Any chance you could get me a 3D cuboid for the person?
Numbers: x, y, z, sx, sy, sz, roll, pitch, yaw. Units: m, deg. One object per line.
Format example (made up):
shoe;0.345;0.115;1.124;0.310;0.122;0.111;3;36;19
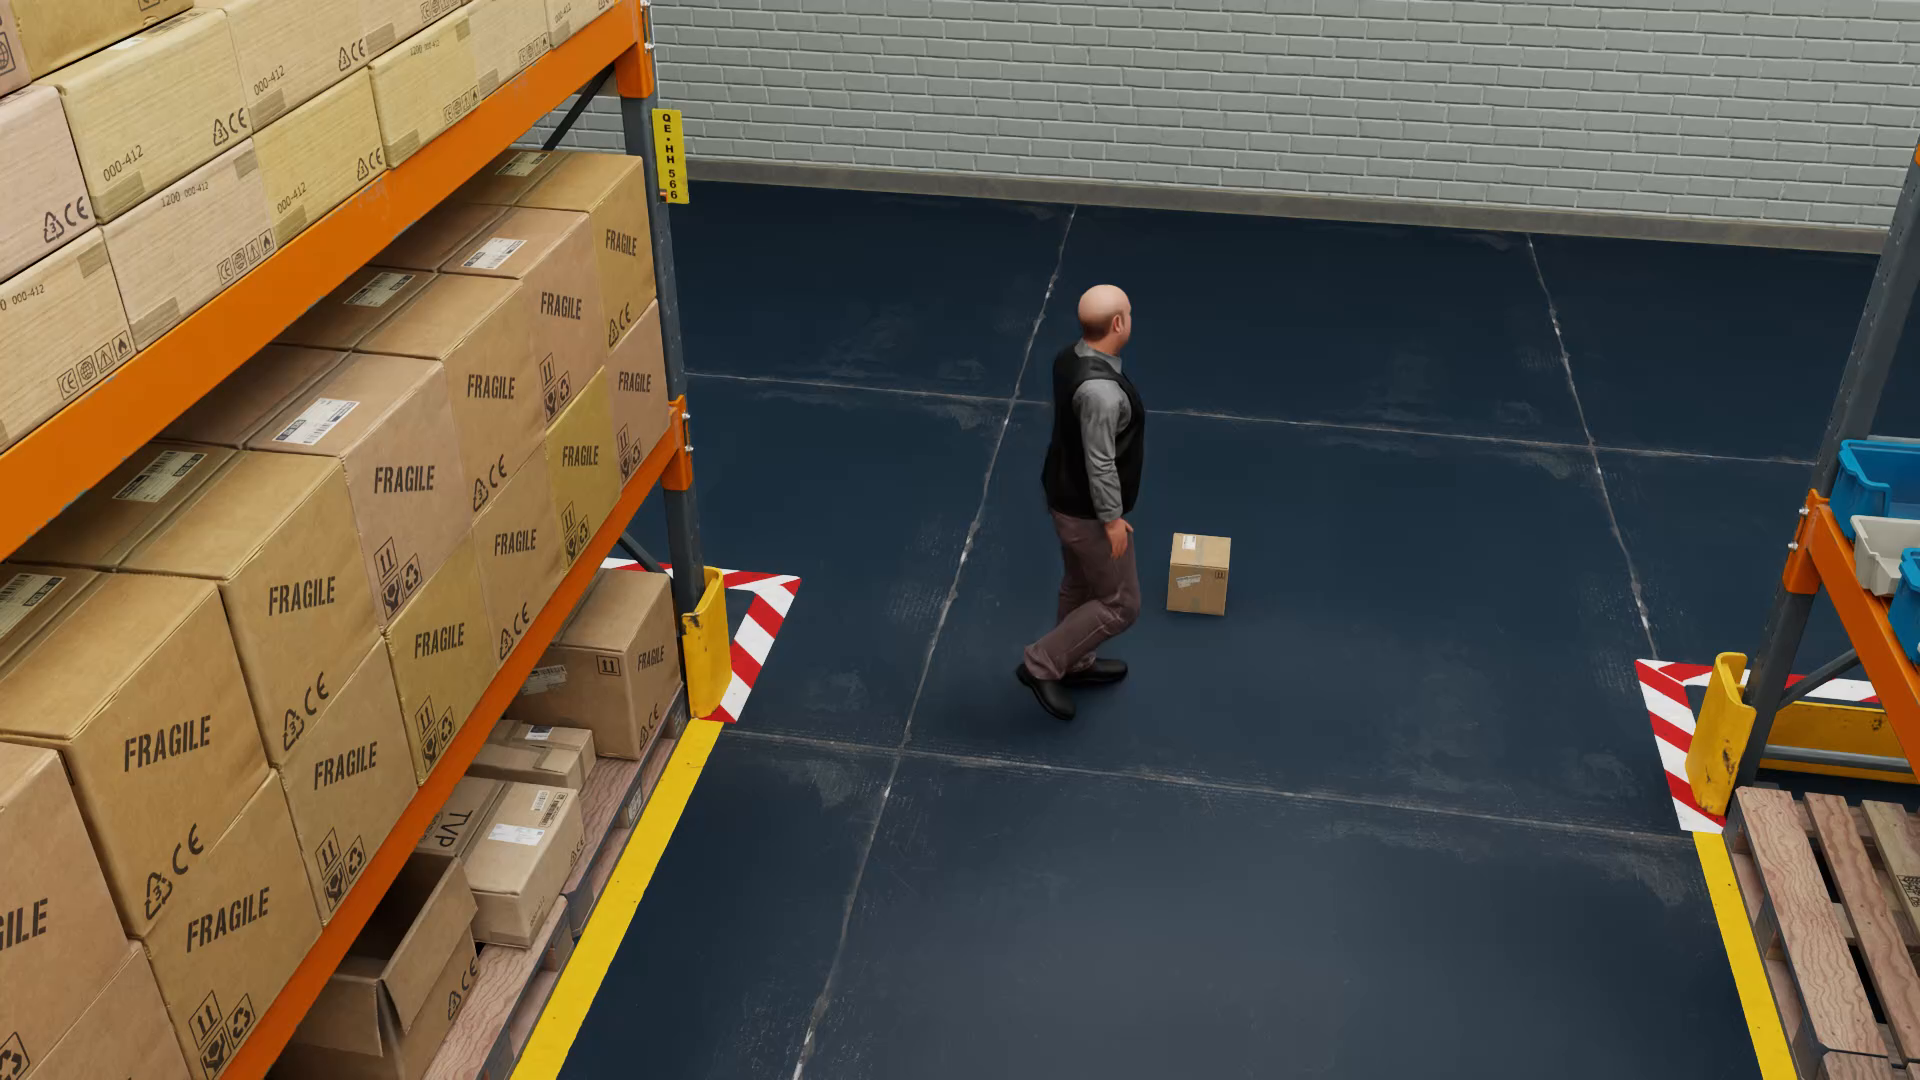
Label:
person;0.451;-0.135;6.344;0.497;1.720;0.584;-3;32;-5
